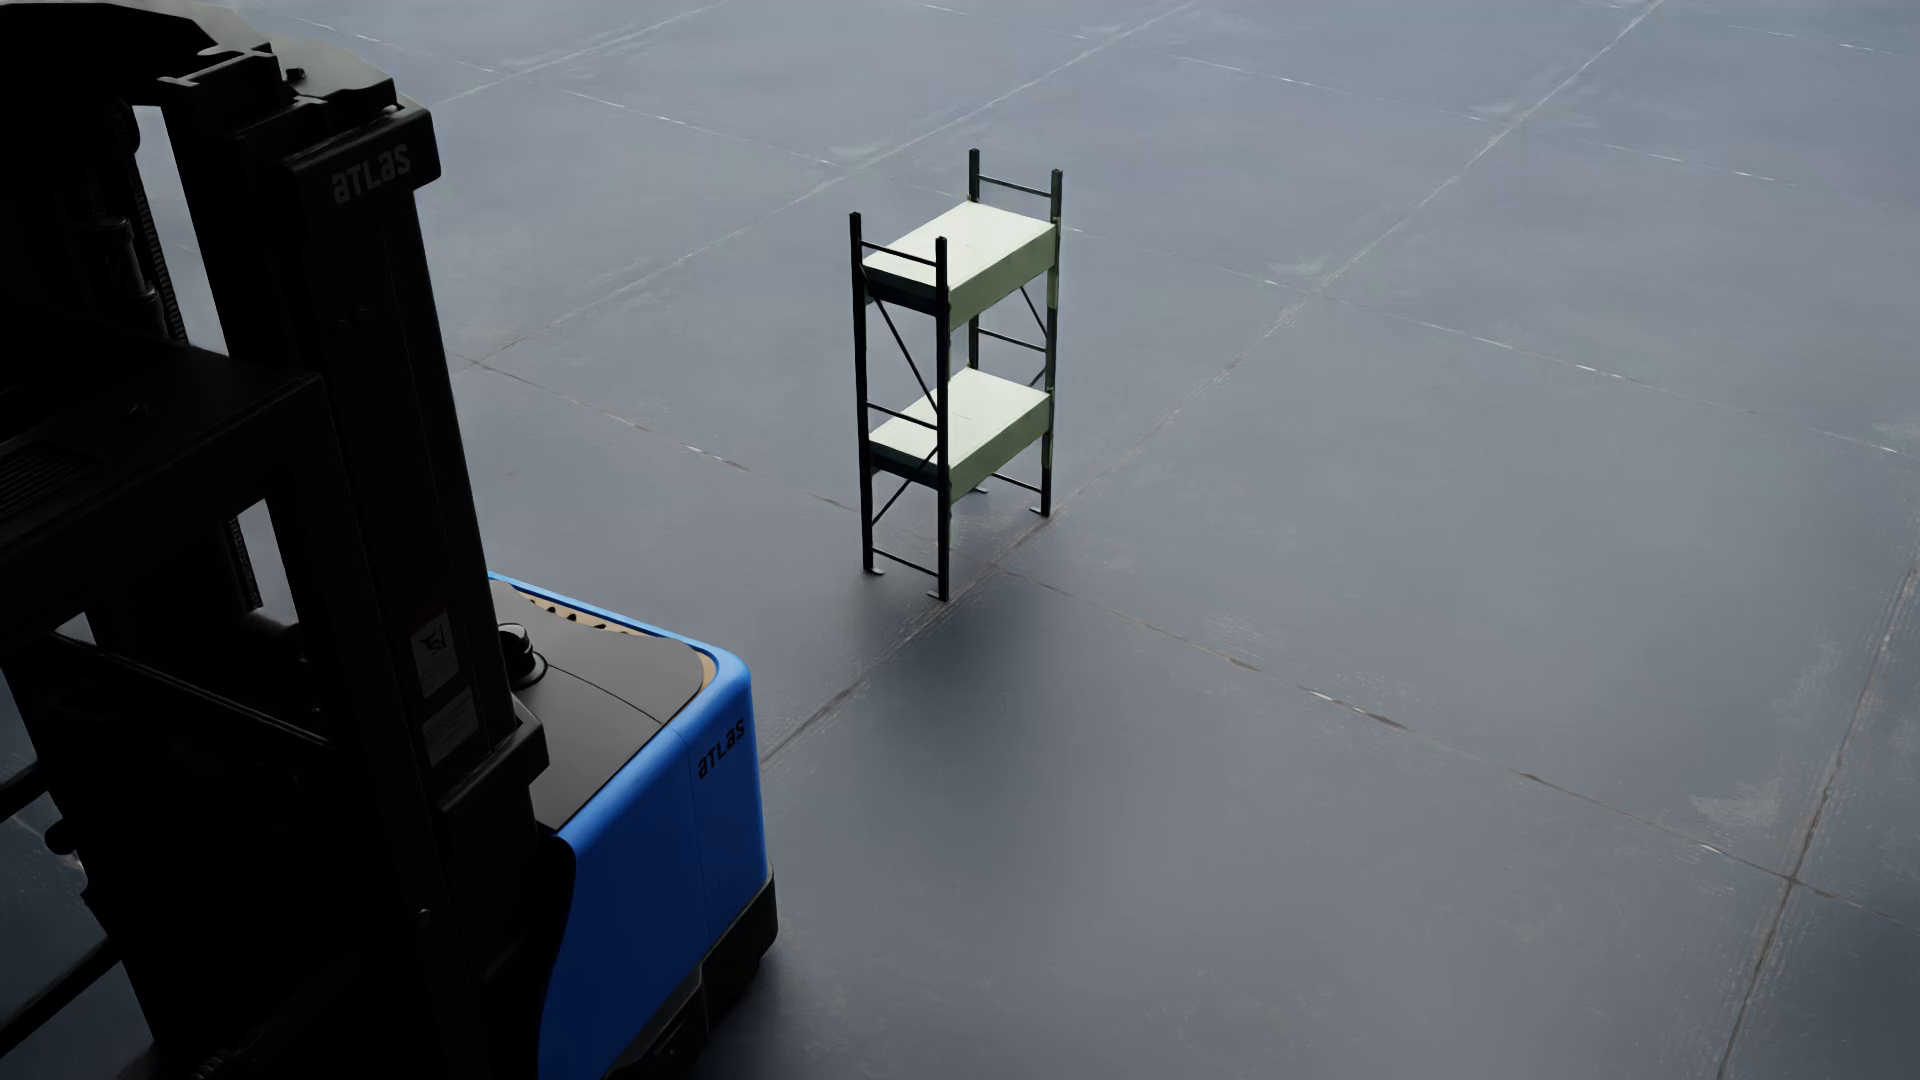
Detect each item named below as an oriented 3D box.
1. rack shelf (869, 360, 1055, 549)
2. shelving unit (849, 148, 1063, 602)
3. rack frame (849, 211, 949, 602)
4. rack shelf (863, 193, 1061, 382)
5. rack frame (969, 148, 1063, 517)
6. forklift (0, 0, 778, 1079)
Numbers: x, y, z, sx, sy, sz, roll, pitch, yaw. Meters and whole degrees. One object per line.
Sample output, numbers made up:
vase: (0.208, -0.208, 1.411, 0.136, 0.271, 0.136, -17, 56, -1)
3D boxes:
rack shelf: (-0.004, -0.348, 6.508, 0.431, 0.370, 0.720, 21, 39, 28)
shelving unit: (-0.004, -0.618, 6.325, 0.431, 1.500, 0.755, 21, 39, 28)
rack frame: (-0.212, -0.450, 6.076, 0.400, 1.500, 0.023, 21, 39, 28)
rack shelf: (-0.004, -0.941, 6.107, 0.431, 0.370, 0.720, 21, 39, 28)
rack frame: (0.205, -0.787, 6.574, 0.400, 1.500, 0.023, 21, 39, 28)
forklift: (-1.659, 0.595, 3.254, 1.130, 2.935, 3.031, 16, 37, 22)
